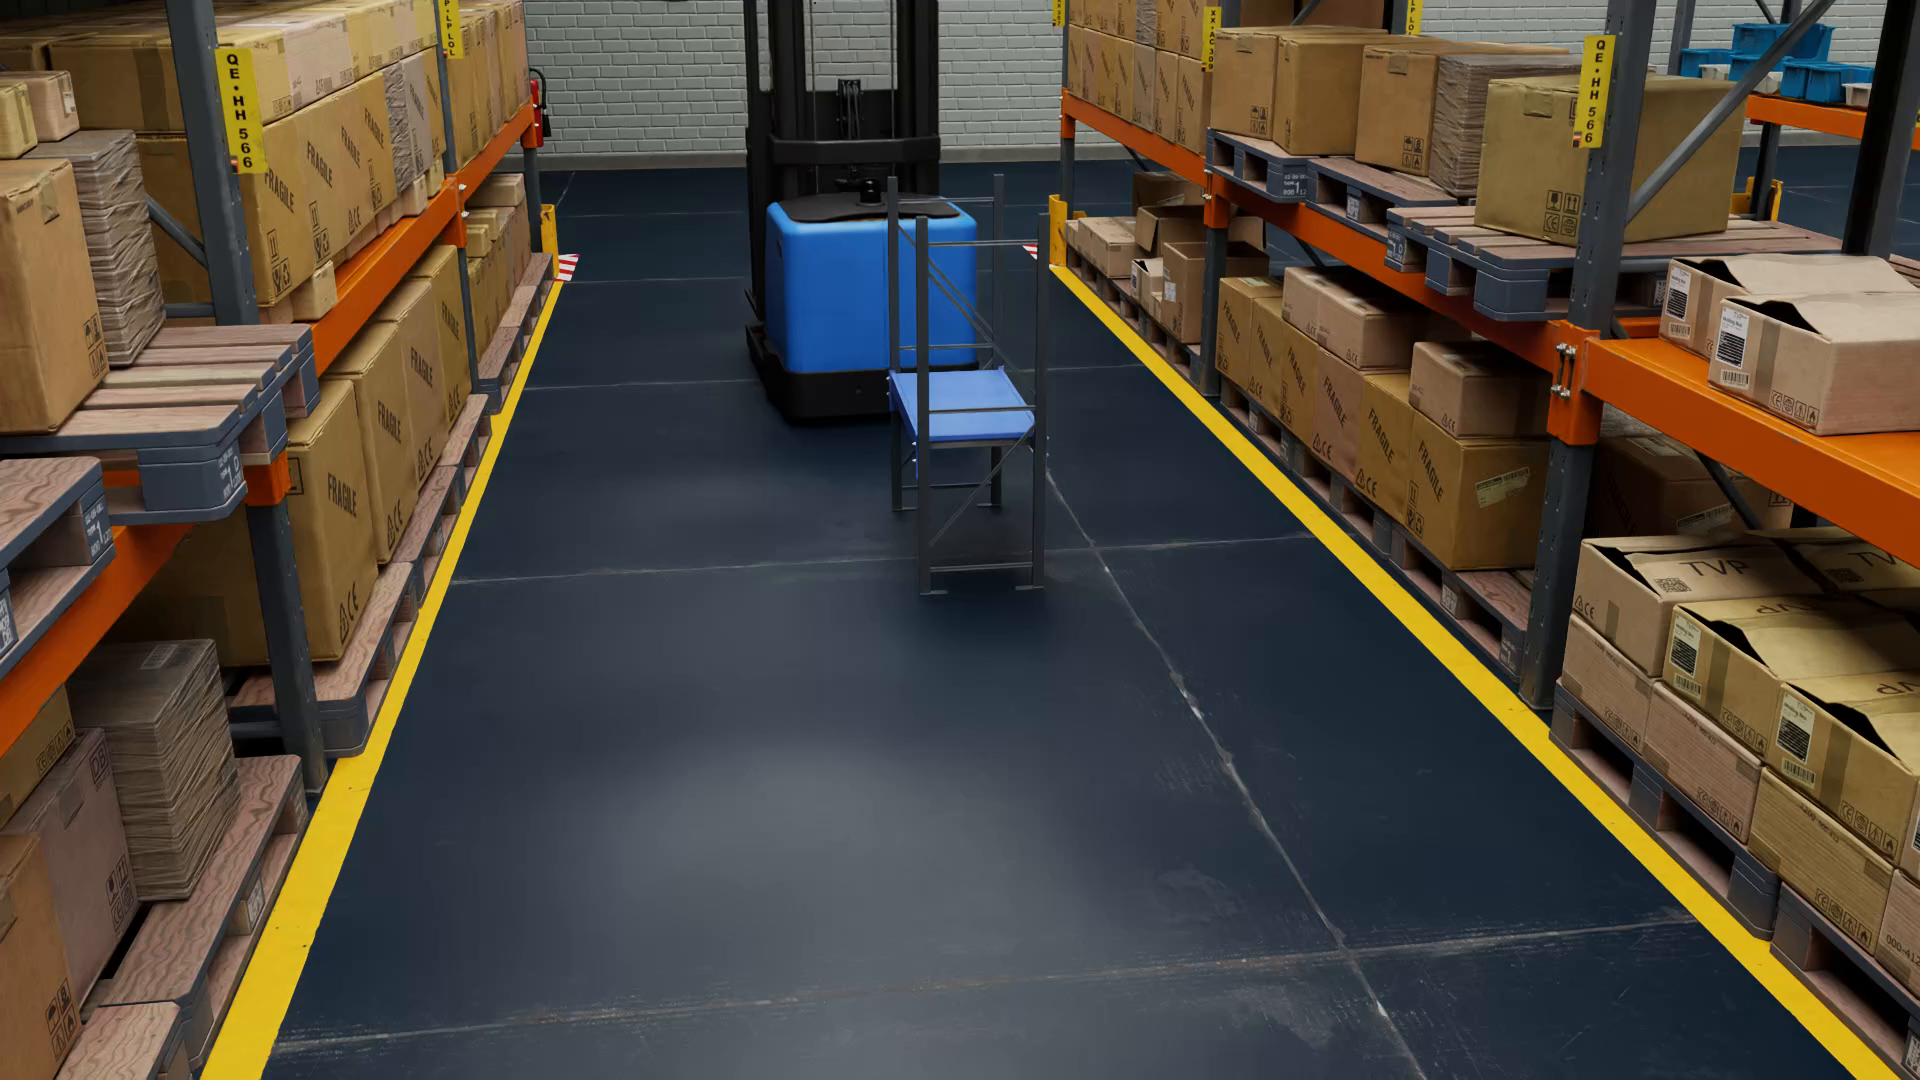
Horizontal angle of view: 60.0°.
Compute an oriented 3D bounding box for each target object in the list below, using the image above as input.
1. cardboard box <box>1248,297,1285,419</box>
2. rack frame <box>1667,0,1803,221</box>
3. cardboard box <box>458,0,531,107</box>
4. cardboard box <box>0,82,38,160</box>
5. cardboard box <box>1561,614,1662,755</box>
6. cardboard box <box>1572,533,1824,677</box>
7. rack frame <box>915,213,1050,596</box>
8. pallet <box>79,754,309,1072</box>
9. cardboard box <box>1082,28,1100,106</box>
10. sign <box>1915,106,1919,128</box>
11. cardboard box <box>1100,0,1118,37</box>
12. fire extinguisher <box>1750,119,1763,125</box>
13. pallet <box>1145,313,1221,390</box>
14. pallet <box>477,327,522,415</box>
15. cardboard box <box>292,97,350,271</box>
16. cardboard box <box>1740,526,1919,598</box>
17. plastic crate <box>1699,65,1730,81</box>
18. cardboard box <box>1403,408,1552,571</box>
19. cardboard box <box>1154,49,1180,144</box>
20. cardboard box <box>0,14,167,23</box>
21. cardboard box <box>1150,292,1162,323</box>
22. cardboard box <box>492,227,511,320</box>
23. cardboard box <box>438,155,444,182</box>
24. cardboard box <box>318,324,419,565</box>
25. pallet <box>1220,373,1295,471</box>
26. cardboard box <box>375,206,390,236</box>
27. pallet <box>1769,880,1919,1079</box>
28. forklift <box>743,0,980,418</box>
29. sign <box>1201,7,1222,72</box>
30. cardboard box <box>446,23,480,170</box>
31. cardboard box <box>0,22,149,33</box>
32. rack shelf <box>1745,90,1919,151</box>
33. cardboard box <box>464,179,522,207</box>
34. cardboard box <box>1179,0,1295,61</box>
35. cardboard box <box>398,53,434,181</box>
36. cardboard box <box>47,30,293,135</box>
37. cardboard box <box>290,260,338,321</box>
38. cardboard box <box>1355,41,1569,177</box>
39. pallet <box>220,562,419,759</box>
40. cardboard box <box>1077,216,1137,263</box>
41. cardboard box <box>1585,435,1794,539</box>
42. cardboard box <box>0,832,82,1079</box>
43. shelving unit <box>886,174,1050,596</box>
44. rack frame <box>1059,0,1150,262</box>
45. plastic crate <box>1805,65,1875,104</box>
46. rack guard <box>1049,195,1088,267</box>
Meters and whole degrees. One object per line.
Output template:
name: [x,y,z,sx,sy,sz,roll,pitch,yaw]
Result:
cardboard box: [1.774,-0.921,8.339,0.500,0.500,0.500,-3,21,-7]
rack frame: [6.183,-3.883,13.326,1.000,3.000,0.127,-3,21,-8]
cardboard box: [-3.538,-3.348,11.465,0.980,0.700,0.700,-2,21,-5]
cardboard box: [-2.327,-0.942,3.752,0.380,0.149,0.250,-6,21,-17]
cardboard box: [2.219,0.423,5.127,0.500,0.250,0.500,-3,21,-8]
cardboard box: [2.219,0.160,5.029,0.500,0.311,0.500,-2,21,-6]
rack frame: [0.086,-0.497,6.403,0.500,1.500,0.032,-3,21,-8]
pallet: [-2.357,0.963,4.336,1.003,0.211,1.213,-3,21,-8]
cardboard box: [1.163,-3.336,11.719,0.500,0.500,0.500,-3,21,-8]
sign: [2.982,-1.436,5.120,0.100,0.325,0.005,-3,21,-8]
cardboard box: [1.234,-3.629,11.073,0.500,0.500,0.500,-3,21,-7]
fire extinguisher: [6.611,-3.748,13.606,0.296,0.674,0.183,-3,21,-8]
pallet: [1.759,-1.181,10.078,1.003,0.211,1.213,-3,21,-8]
pallet: [-3.077,-0.960,9.484,1.003,0.211,1.213,-3,21,-8]
cardboard box: [-2.351,-1.172,5.471,0.500,0.500,0.500,-2,21,-6]
cardboard box: [2.753,0.133,5.102,0.500,0.311,0.500,-2,21,-6]
plastic crate: [5.857,-3.571,12.780,0.250,0.136,0.298,-3,21,-8]
cardboard box: [2.067,-0.212,6.440,0.500,0.500,0.500,-2,21,-6]
cardboard box: [1.455,-2.635,9.842,0.500,0.500,0.500,-2,21,-6]
cardboard box: [-2.932,-1.662,5.710,0.500,0.250,0.500,-3,21,-9]
cardboard box: [1.381,-1.430,10.204,0.380,0.149,0.250,-3,21,-8]
cardboard box: [-3.192,-1.640,10.294,0.700,0.500,0.500,-2,21,-6]
cardboard box: [-2.715,-1.788,8.046,0.380,0.149,0.250,-3,21,-7]
cardboard box: [-2.564,-0.368,6.387,0.750,0.750,0.750,-3,21,-8]
pallet: [2.012,-0.664,8.692,1.003,0.211,1.213,-3,21,-8]
cardboard box: [-2.576,-1.346,6.862,0.380,0.149,0.250,-3,21,-9]
pallet: [2.686,1.150,3.836,1.003,0.211,1.213,-3,21,-8]
forklift: [-0.716,-2.497,9.713,1.130,2.935,3.031,-4,21,-12]
sign: [1.321,-2.625,8.721,0.100,0.325,0.005,-3,21,-8]
cardboard box: [-3.106,-2.328,8.733,0.980,0.700,0.700,-3,21,-7]
cardboard box: [-2.861,-1.484,5.234,0.500,0.250,0.500,-4,21,-10]
rack shelf: [6.471,-2.854,11.598,1.077,0.370,4.000,-3,21,-8]
cardboard box: [-3.185,-2.352,11.272,0.380,0.149,0.250,-2,21,-6]
cardboard box: [1.528,-2.927,9.194,0.500,0.500,0.500,-3,21,-7]
cardboard box: [-2.645,-1.871,7.342,0.500,0.500,0.500,-3,21,-7]
cardboard box: [-2.282,-1.341,4.851,0.500,0.250,0.500,-2,21,-6]
cardboard box: [-2.268,-0.815,5.442,0.380,0.149,0.250,-2,21,-6]
cardboard box: [2.173,-1.885,7.232,0.700,0.500,0.500,-8,22,-21]
pallet: [-2.507,0.416,5.801,1.003,0.211,1.213,-3,21,-8]
cardboard box: [1.150,-2.177,12.059,0.500,0.250,0.500,-3,21,-8]
cardboard box: [2.651,-0.072,6.066,0.500,0.500,0.500,-2,21,-5]
cardboard box: [-2.254,0.953,3.322,0.700,0.500,0.500,-3,21,-8]
shelving unit: [0.012,-0.673,6.875,0.538,1.500,1.048,-3,21,-8]
rack frame: [1.280,-3.635,12.661,1.000,3.000,0.127,-3,21,-8]
plastic crate: [6.125,-3.171,11.573,0.416,0.233,0.300,-3,21,-8]
rack guard: [1.291,-2.437,13.028,1.175,0.500,0.348,-3,21,-8]
